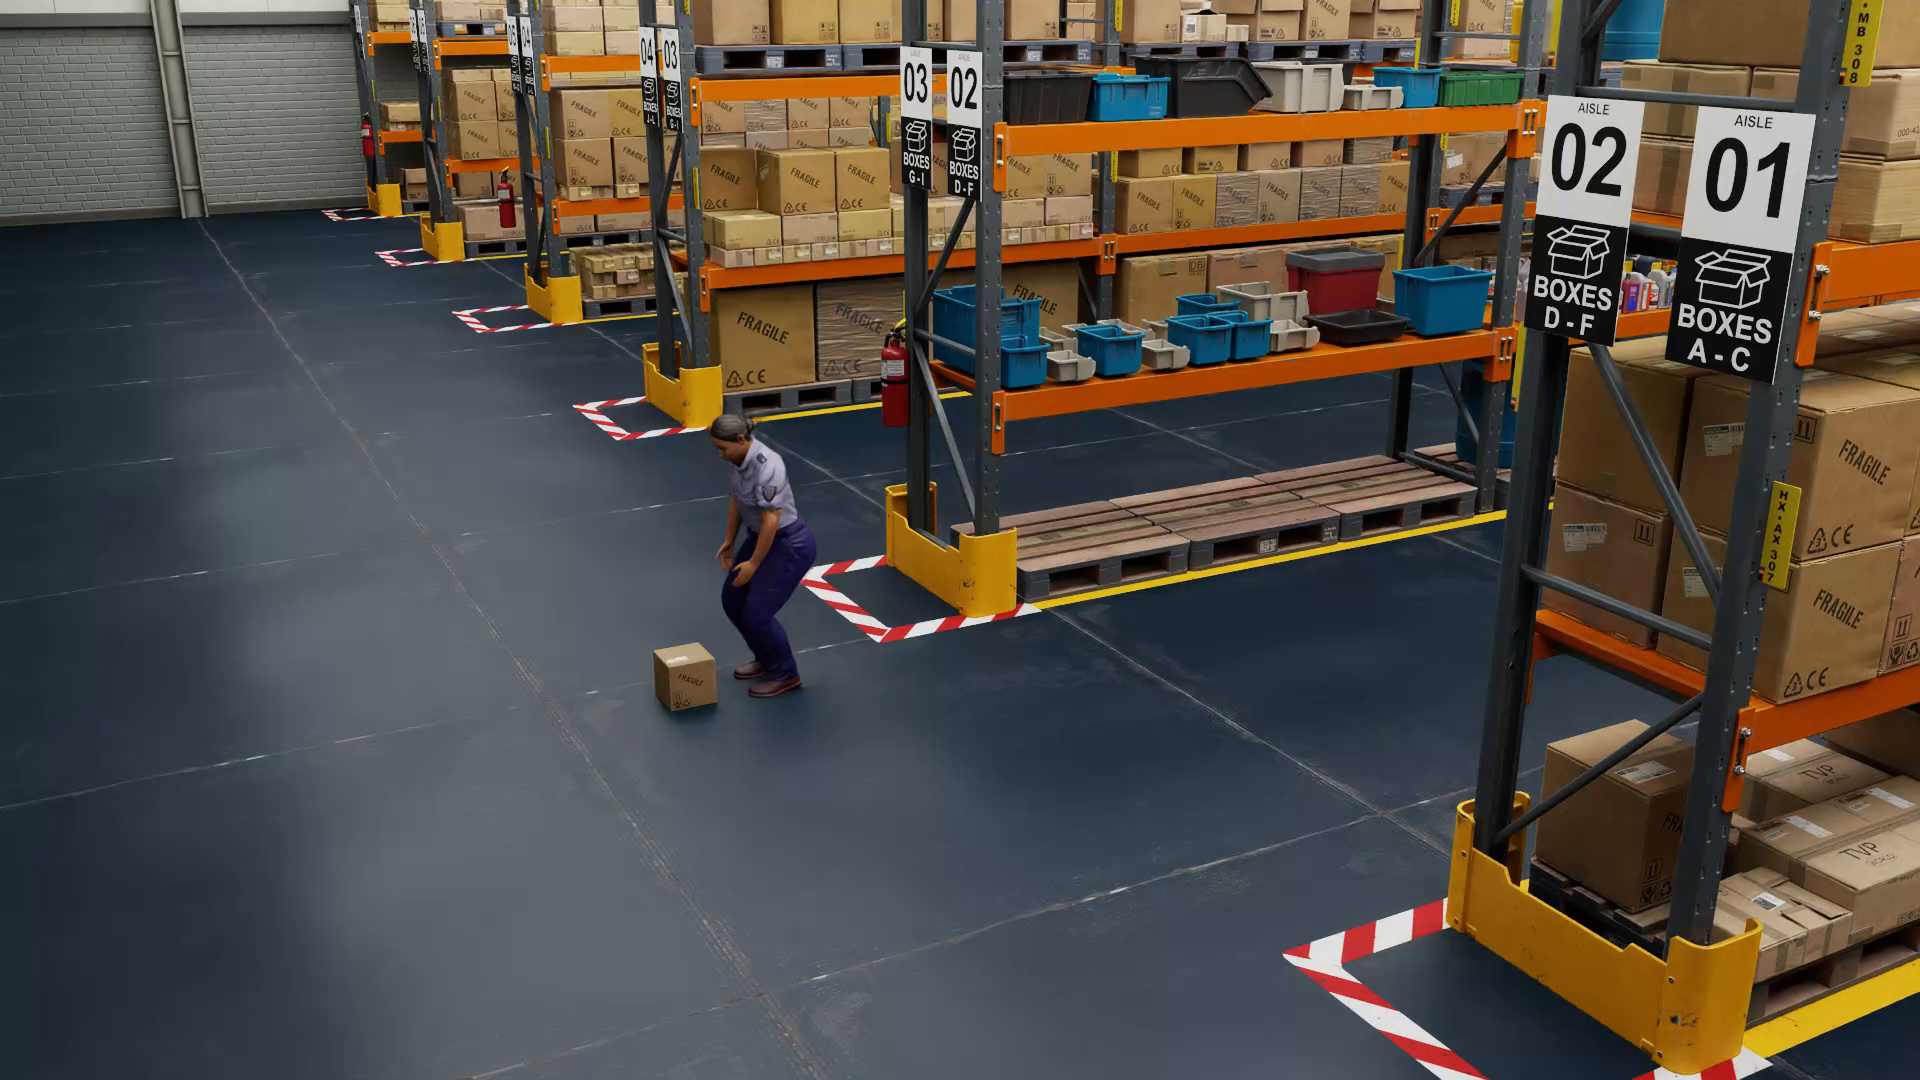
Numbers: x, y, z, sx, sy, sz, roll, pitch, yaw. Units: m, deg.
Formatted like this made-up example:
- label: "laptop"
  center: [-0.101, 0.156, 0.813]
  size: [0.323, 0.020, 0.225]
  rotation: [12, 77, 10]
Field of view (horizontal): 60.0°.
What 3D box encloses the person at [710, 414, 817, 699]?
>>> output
- label: "person"
  center: [-1.012, 0.060, 8.644]
  size: [0.529, 1.510, 0.522]
  rotation: [-9, 21, -26]
